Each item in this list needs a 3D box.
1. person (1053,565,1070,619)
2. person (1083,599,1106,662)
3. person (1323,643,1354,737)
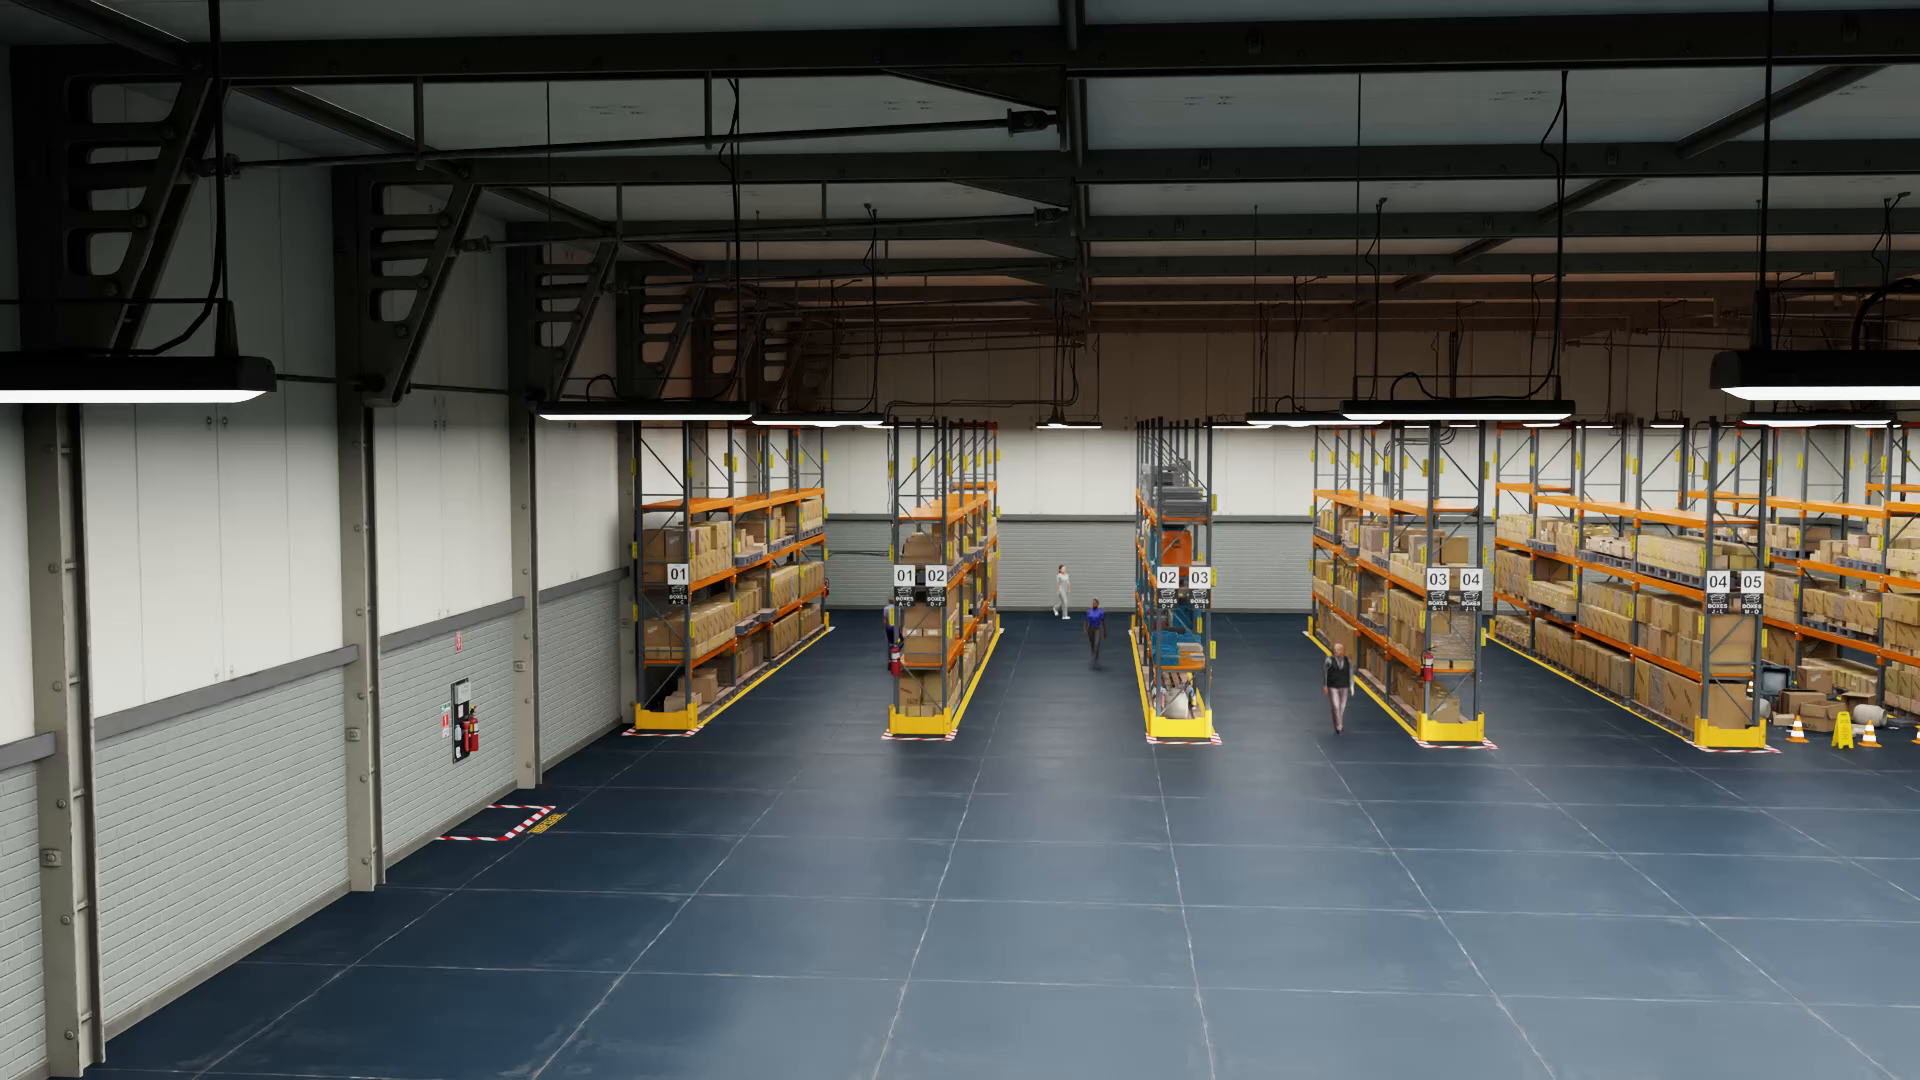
[{"bbox_3d":[3.106,1.573,50.740,0.758,1.645,0.434,3,5,42],"label":"person"},{"bbox_3d":[3.297,2.204,40.769,0.478,1.538,0.795,2,4,26],"label":"person"},{"bbox_3d":[7.159,2.845,31.457,0.534,1.781,0.681,0,4,-7],"label":"person"}]
